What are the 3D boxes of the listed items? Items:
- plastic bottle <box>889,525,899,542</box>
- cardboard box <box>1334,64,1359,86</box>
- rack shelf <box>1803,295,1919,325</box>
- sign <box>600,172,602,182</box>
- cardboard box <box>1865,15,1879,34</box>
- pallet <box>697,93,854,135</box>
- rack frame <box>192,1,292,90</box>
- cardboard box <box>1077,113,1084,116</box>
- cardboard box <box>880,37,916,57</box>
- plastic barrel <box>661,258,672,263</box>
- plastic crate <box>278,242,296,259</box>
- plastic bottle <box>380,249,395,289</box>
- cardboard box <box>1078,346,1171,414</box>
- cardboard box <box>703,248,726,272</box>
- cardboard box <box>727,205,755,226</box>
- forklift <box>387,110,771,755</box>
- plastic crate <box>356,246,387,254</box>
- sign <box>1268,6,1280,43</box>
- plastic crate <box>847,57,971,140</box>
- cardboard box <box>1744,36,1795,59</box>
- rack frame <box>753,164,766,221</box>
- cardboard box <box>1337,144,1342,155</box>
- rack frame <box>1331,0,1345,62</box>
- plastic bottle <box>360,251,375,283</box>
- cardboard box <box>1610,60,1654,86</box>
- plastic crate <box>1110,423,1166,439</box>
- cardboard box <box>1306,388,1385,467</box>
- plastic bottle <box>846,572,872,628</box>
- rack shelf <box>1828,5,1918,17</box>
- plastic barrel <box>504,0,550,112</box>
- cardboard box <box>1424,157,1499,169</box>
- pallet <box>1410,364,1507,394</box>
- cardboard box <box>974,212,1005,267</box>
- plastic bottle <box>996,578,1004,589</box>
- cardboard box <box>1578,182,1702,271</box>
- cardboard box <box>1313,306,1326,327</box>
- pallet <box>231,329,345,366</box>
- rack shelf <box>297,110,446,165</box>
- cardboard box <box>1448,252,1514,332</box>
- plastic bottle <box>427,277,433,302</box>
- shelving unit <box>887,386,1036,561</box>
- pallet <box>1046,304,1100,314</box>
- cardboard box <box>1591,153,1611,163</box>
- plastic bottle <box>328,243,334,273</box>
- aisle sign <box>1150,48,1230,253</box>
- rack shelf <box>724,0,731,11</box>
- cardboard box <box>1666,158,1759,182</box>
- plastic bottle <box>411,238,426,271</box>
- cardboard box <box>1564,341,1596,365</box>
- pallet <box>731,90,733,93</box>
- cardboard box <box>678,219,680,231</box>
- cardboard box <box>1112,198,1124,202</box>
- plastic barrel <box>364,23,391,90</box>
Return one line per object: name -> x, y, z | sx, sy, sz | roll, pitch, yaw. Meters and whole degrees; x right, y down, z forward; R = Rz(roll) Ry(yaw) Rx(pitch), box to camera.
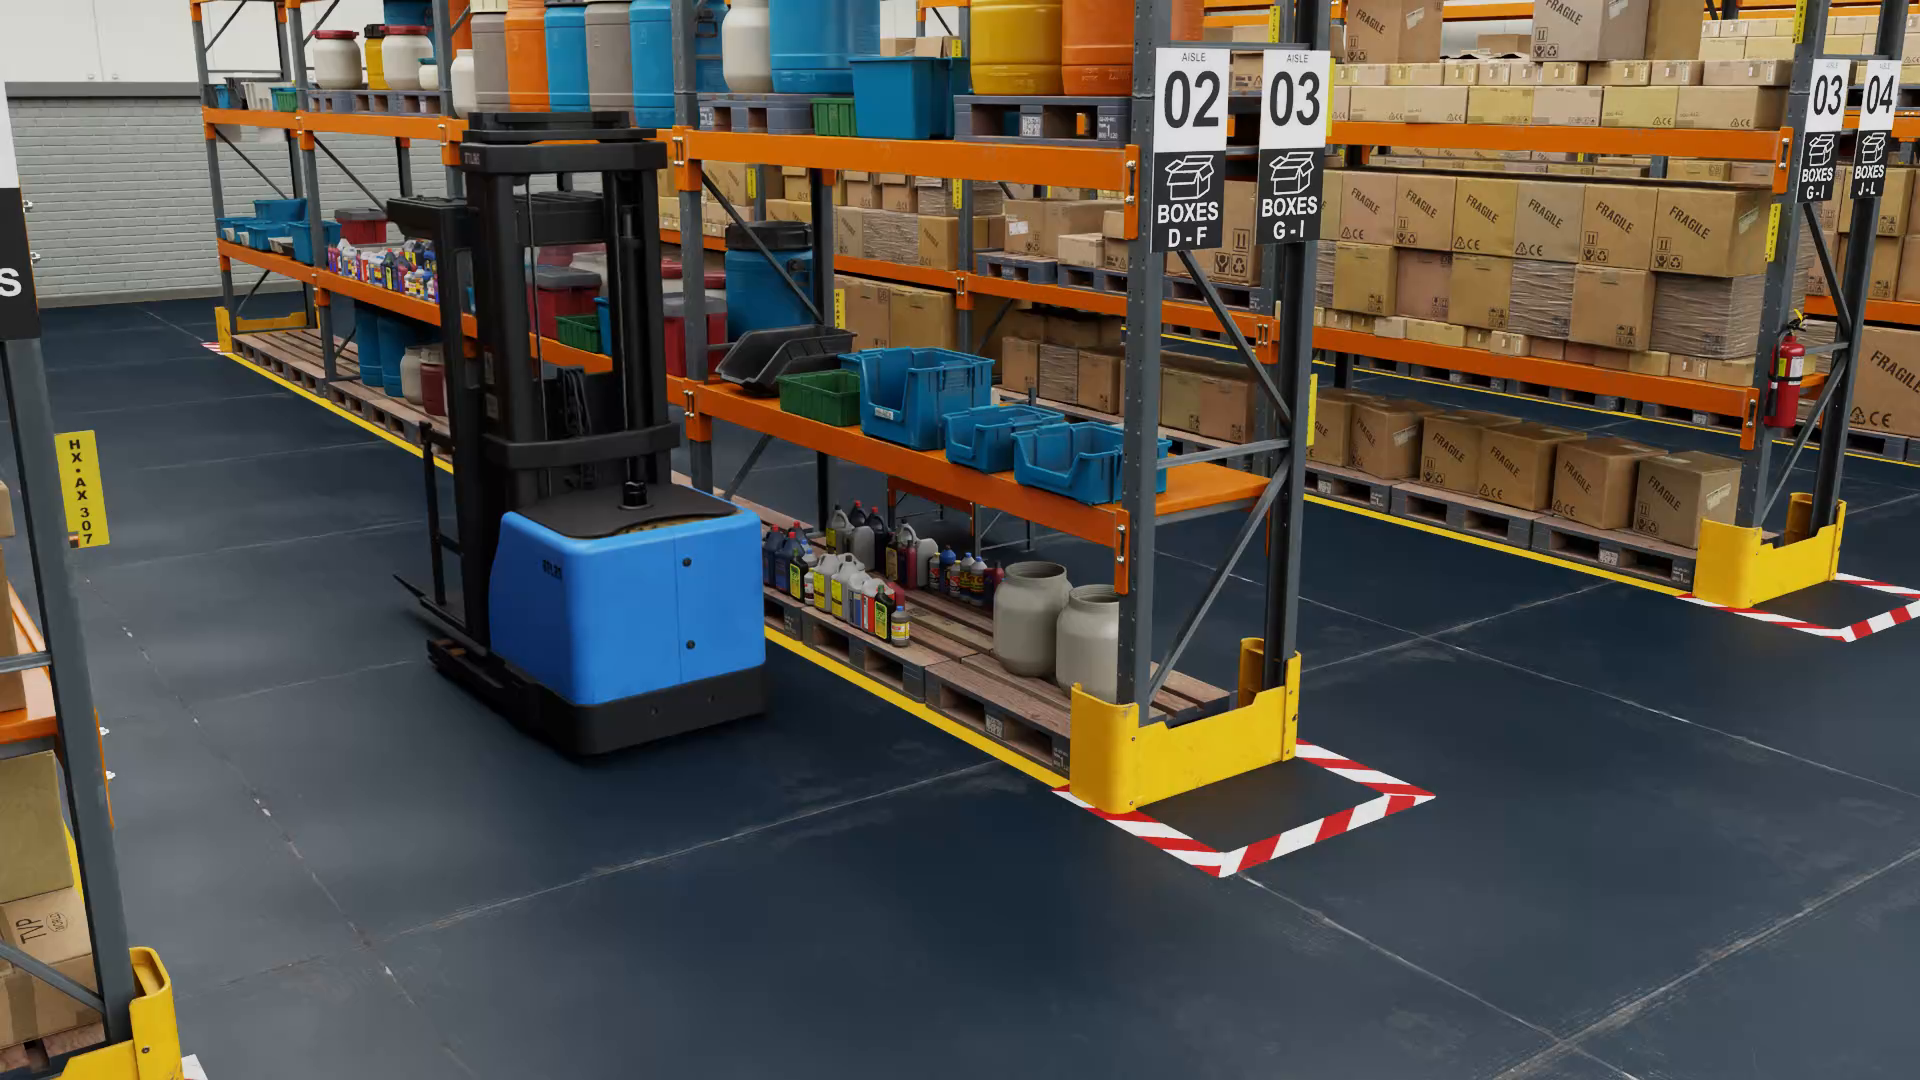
plastic bottle -> -0.377, 0.039, 10.063 | 0.061, 0.283, 0.133 | -9, 18, -31
cardboard box -> 2.929, -3.393, 12.137 | 0.380, 0.149, 0.250 | -12, 19, -37
rack shelf -> 8.023, -1.964, 14.432 | 1.077, 0.370, 4.000 | -11, 19, -35
sign -> -4.733, -4.923, 22.091 | 0.100, 0.325, 0.005 | -11, 19, -35
cardboard box -> 7.680, -4.243, 13.697 | 0.380, 0.149, 0.250 | -11, 19, -35
pallet -> -0.728, -2.438, 9.476 | 1.213, 0.211, 1.003 | -11, 19, -35
rack frame -> -8.287, -6.677, 18.925 | 1.000, 3.000, 0.127 | -11, 19, -35
cardboard box -> 1.105, -3.860, 14.600 | 0.500, 0.250, 0.500 | -10, 18, -33
cardboard box -> -0.572, -4.831, 16.878 | 0.500, 0.500, 0.500 | -10, 18, -32
plastic barrel -> -2.302, -1.774, 12.117 | 0.433, 0.535, 0.433 | 0, 15, 0
plastic crate -> -6.810, -3.023, 17.345 | 0.437, 0.125, 0.590 | -11, 19, -35
plastic bottle -> -5.085, -2.424, 14.843 | 0.144, 0.351, 0.185 | -11, 19, -35
cardboard box -> 1.509, -1.474, 15.180 | 0.700, 0.500, 0.500 | -9, 18, -30
cardboard box -> -2.781, -3.221, 20.892 | 0.875, 0.875, 0.875 | -11, 19, -35
cardboard box -> -2.400, -3.822, 19.581 | 0.500, 0.250, 0.500 | -11, 19, -36
forklift -> -2.236, -0.742, 8.737 | 1.130, 2.935, 3.031 | -11, 19, -36
plastic crate -> -6.093, -2.952, 17.067 | 0.396, 0.136, 0.243 | -11, 19, -35
sign -> 2.328, -3.789, 12.329 | 0.100, 0.325, 0.005 | -11, 19, -35
plastic crate -> -0.244, -2.166, 8.157 | 0.392, 0.384, 0.575 | -11, 19, -35
cardboard box -> 7.206, -4.251, 14.480 | 0.500, 0.250, 0.500 | -11, 19, -35
rack frame -> -1.929, -3.698, 19.405 | 1.000, 3.000, 0.127 | -11, 19, -35
cardboard box -> 5.587, -5.824, 25.091 | 0.500, 0.500, 0.500 | -11, 19, -35
rack frame -> 4.495, -6.486, 18.226 | 1.000, 3.000, 0.127 | -11, 19, -35
plastic bottle -> -5.427, -2.514, 15.313 | 0.152, 0.276, 0.135 | -11, 19, -35
cardboard box -> 4.237, -2.878, 10.256 | 0.380, 0.149, 0.250 | -11, 19, -34
plastic crate -> 0.855, -0.480, 8.149 | 0.298, 0.136, 0.250 | -11, 19, -35
cardboard box -> 2.978, -0.895, 13.103 | 0.500, 0.500, 0.500 | -12, 19, -36
plastic bottle -> -0.521, 0.323, 9.040 | 0.152, 0.276, 0.135 | -11, 19, -36
rack shelf -> 13.628, -7.080, 22.517 | 1.077, 0.370, 4.000 | -11, 19, -35
plastic barrel -> -2.891, -3.380, 11.748 | 0.600, 0.830, 0.708 | -11, 19, -35
cardboard box -> 5.353, -3.808, 17.724 | 0.700, 0.500, 0.500 | -11, 19, -35
pallet -> 5.611, -1.807, 17.777 | 1.003, 0.211, 1.213 | -11, 19, -35
cardboard box -> 0.358, -3.038, 16.804 | 0.500, 0.500, 0.500 | -10, 18, -33
plastic bottle -> 0.246, 0.313, 9.217 | 0.097, 0.201, 0.097 | 0, 15, 0
cardboard box -> 4.305, -1.994, 10.534 | 0.500, 0.500, 0.500 | -11, 19, -35
cardboard box -> 2.795, -1.720, 12.656 | 0.380, 0.149, 0.250 | -11, 19, -35
pallet -> -7.833, -2.256, 19.419 | 1.003, 0.211, 1.213 | -11, 19, -35
rack shelf -> -4.759, -3.602, 14.734 | 1.077, 0.370, 4.000 | -11, 19, -35
cardboard box -> 3.891, -1.759, 11.568 | 0.875, 0.500, 0.500 | -11, 19, -35
plastic bottle -> -4.412, -2.097, 13.931 | 0.097, 0.201, 0.097 | 0, 15, 0
shelving unit -> -0.004, -0.544, 11.433 | 0.538, 1.125, 1.048 | -11, 19, -35
pallet -> 1.719, -3.239, 23.011 | 1.003, 0.211, 1.213 | -11, 19, -35
cardboard box -> 8.347, -5.056, 22.282 | 0.500, 0.500, 0.500 | -12, 19, -36
plastic bottle -> -6.064, -2.728, 16.083 | 0.061, 0.283, 0.133 | -11, 19, -35
aisle sign -> 0.923, -1.559, 6.666 | 0.394, 0.787, 0.004 | -11, 19, -35
rack shelf -> -3.104, -6.479, 20.321 | 1.077, 0.370, 4.000 | -11, 19, -35
cardboard box -> 7.036, -3.247, 15.427 | 0.875, 0.550, 0.550 | -11, 19, -35
plastic bottle -> -5.138, -2.698, 15.845 | 0.144, 0.351, 0.185 | -11, 19, -35
cardboard box -> 4.209, -1.258, 10.964 | 0.380, 0.149, 0.250 | -11, 19, -35
pallet -> -2.401, -5.278, 19.665 | 1.003, 0.211, 1.213 | -11, 19, -35
cardboard box -> -3.278, -3.920, 20.691 | 0.380, 0.149, 0.250 | -10, 18, -34
cardboard box -> 2.170, -4.314, 21.335 | 0.380, 0.149, 0.250 | -11, 18, -34
plastic barrel -> -5.234, -4.506, 15.522 | 0.600, 0.588, 0.600 | 0, 15, 0
